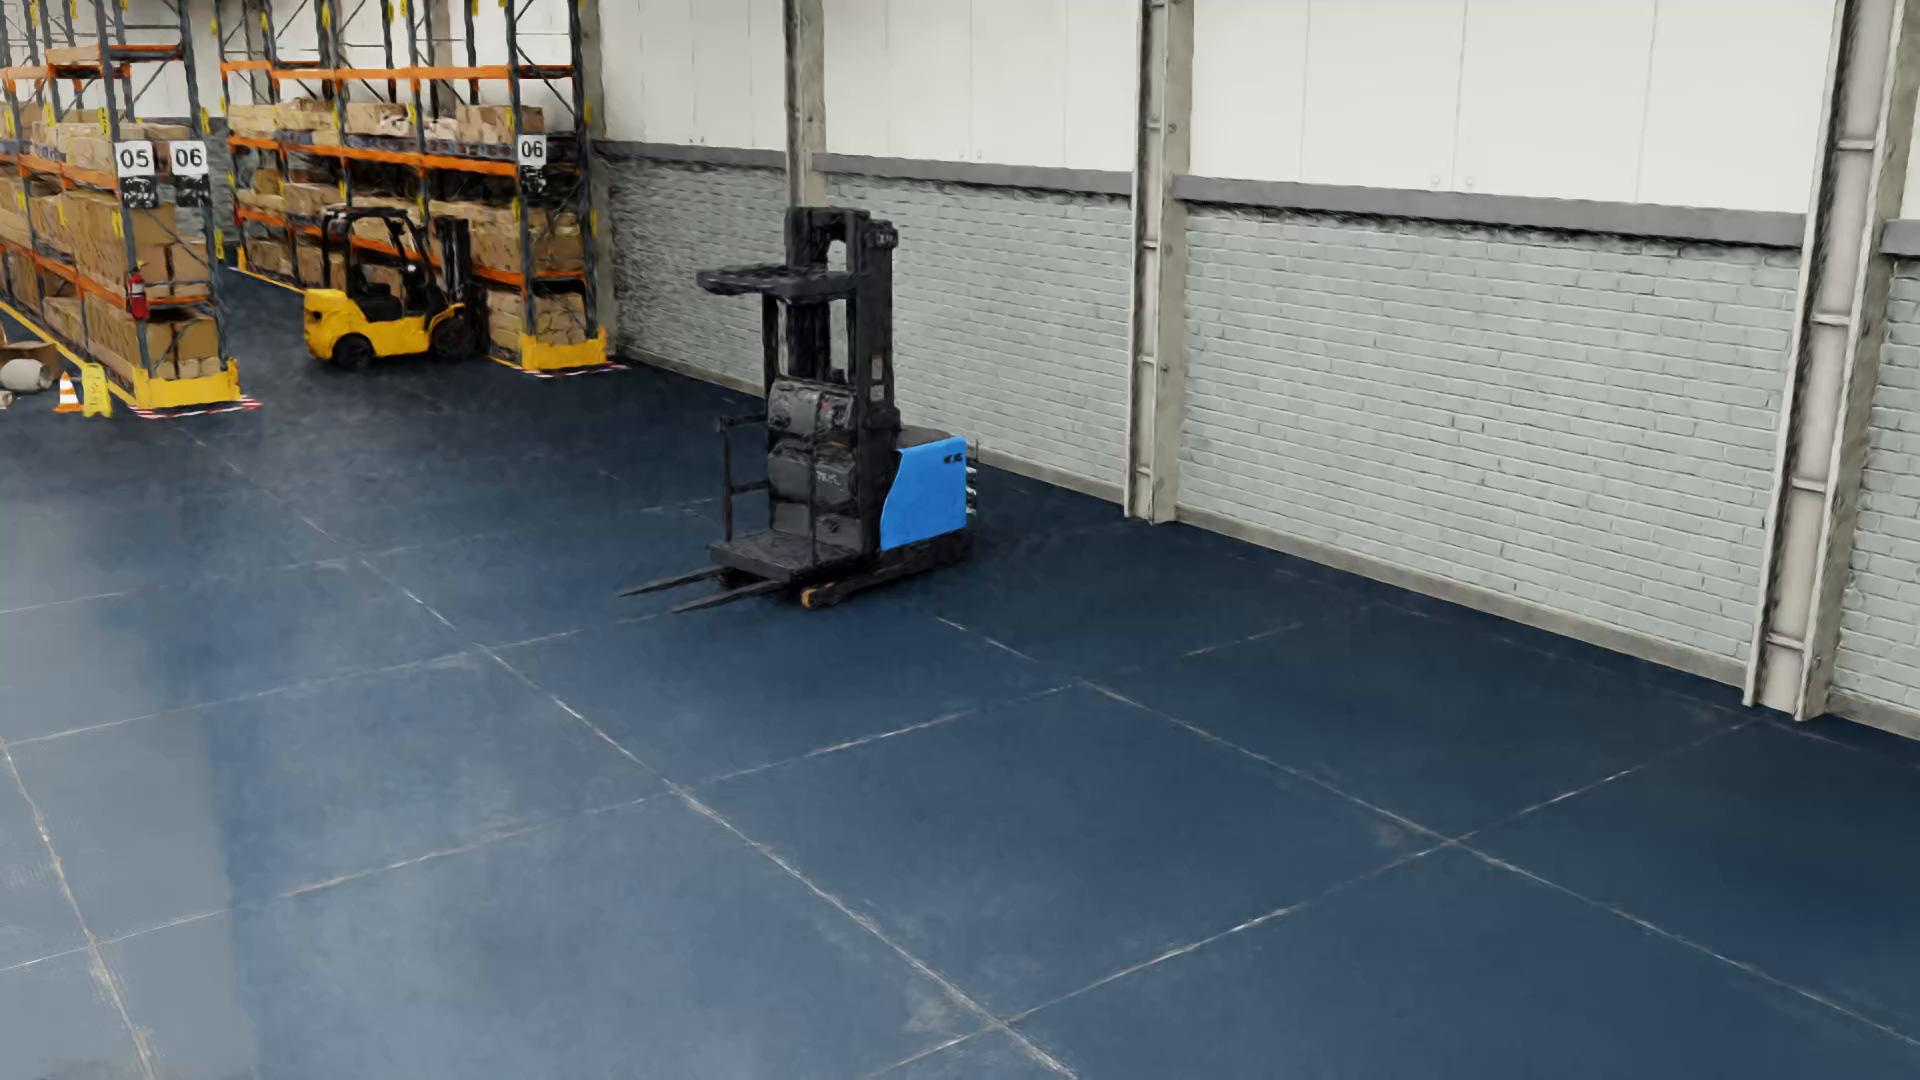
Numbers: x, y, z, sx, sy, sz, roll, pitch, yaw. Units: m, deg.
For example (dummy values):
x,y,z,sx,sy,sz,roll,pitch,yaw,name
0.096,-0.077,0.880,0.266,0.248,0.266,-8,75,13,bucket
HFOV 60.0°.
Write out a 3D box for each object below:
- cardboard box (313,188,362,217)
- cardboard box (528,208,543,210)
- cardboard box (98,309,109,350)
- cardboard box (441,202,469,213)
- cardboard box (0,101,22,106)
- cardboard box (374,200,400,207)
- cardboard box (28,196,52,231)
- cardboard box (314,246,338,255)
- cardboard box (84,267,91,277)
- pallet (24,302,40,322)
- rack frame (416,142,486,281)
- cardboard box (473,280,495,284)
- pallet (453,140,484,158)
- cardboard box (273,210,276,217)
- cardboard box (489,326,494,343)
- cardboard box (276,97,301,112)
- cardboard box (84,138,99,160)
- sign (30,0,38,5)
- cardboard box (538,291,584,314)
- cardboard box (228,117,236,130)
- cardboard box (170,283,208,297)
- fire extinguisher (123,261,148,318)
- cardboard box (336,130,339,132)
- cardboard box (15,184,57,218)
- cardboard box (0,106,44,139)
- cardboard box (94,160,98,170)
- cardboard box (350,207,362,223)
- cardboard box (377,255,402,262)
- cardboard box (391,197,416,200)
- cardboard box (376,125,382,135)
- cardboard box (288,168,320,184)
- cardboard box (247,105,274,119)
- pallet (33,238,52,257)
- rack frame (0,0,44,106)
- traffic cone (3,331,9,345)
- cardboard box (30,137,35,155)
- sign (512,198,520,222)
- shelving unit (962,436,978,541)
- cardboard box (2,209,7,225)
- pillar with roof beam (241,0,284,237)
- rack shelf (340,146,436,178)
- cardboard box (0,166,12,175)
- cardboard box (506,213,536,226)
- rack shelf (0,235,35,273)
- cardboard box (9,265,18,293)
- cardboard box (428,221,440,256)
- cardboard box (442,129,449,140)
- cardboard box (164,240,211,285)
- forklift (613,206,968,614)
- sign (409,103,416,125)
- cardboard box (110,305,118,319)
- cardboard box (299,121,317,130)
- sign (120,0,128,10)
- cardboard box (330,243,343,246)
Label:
x,y,z,sx,sy,sz,roll,pitch,yaw,name
-11.435,-6.208,30.584,0.797,0.503,0.637,-11,19,-36,cardboard box
-6.249,-4.760,24.302,0.380,0.149,0.250,-10,18,-33,cardboard box
-11.231,-2.857,22.324,0.500,0.500,0.500,-10,18,-32,cardboard box
-7.786,-5.133,25.666,0.380,0.149,0.250,-11,19,-34,cardboard box
-17.510,-7.749,30.343,0.797,0.503,0.637,-9,18,-30,cardboard box
-9.711,-5.672,28.200,0.380,0.149,0.250,-11,19,-34,cardboard box
-14.262,-5.127,26.076,0.500,0.500,0.500,-12,19,-36,cardboard box
-12.125,-5.525,31.791,0.380,0.149,0.250,-11,19,-35,cardboard box
-11.871,-3.726,22.984,0.380,0.149,0.250,-10,18,-33,cardboard box
-15.455,-3.960,28.643,1.003,0.211,1.213,-11,19,-35,pallet
-7.974,-4.781,26.364,1.000,3.000,0.127,-11,19,-35,rack frame
-7.349,-3.773,25.197,0.500,0.250,0.500,-10,18,-33,cardboard box
-6.739,-5.747,24.377,1.003,0.211,1.213,-11,19,-35,pallet
-13.545,-6.562,33.344,0.380,0.149,0.250,-10,18,-33,cardboard box
-6.726,-3.071,24.527,0.500,0.250,0.500,-11,19,-34,cardboard box
-12.783,-8.291,31.647,0.396,0.266,0.258,-11,19,-35,cardboard box
-10.758,-4.959,21.051,0.500,0.250,0.500,-10,18,-33,cardboard box
-12.433,-7.343,22.290,0.100,0.325,0.005,-11,19,-35,sign
-5.752,-3.418,23.901,0.500,0.250,0.500,-11,19,-35,cardboard box
-14.990,-8.725,34.809,0.500,0.250,0.500,-11,19,-35,cardboard box
-9.667,-3.139,20.841,0.380,0.149,0.250,-11,19,-34,cardboard box
-9.941,-3.023,20.085,0.296,0.674,0.183,-11,19,-35,fire extinguisher
-10.729,-7.241,29.196,0.380,0.149,0.250,-10,18,-33,cardboard box
-14.854,-5.465,26.776,0.500,0.500,0.500,-11,19,-36,cardboard box
-15.075,-6.744,26.866,0.700,0.500,0.500,-12,19,-37,cardboard box
-10.801,-4.792,21.197,0.380,0.149,0.250,-11,19,-36,cardboard box
-10.283,-5.668,28.939,0.500,0.250,0.500,-11,19,-35,cardboard box
-10.381,-5.105,30.257,0.380,0.149,0.250,-10,18,-32,cardboard box
-9.727,-5.920,29.106,0.380,0.149,0.250,-10,18,-33,cardboard box
-9.320,-6.710,27.220,0.380,0.149,0.250,-11,19,-35,cardboard box
-13.338,-7.282,33.799,0.500,0.500,0.500,-11,19,-36,cardboard box
-14.074,-8.645,33.572,0.500,0.250,0.500,-10,18,-33,cardboard box
-13.834,-4.636,26.196,1.213,0.211,1.003,-11,19,-35,pallet
-16.691,-8.612,28.995,1.000,3.000,0.127,-11,19,-35,rack frame
-13.849,-2.834,24.054,0.336,0.463,0.334,-11,19,-35,traffic cone
-14.141,-6.098,25.747,0.396,0.266,0.258,-11,19,-35,cardboard box
-6.069,-4.519,22.762,0.100,0.325,0.005,-11,19,-35,sign
-0.005,-0.436,14.464,0.258,0.900,0.210,-11,19,-35,shelving unit
-16.056,-5.531,28.438,0.500,0.250,0.500,-11,19,-34,cardboard box
-19.368,-10.285,35.107,9.100,9.000,0.400,-11,19,-35,pillar with roof beam
-9.150,-6.308,27.623,1.077,0.370,4.000,-11,19,-35,rack shelf
-17.129,-6.578,29.616,0.380,0.149,0.250,-11,19,-36,cardboard box
-6.173,-4.523,23.440,0.380,0.149,0.250,-11,19,-34,cardboard box
-15.515,-4.944,28.322,1.077,0.370,4.000,-11,19,-35,rack shelf
-16.973,-4.836,30.621,0.875,0.438,0.875,-11,19,-35,cardboard box
-7.924,-4.694,25.856,0.500,0.500,0.500,-12,19,-36,cardboard box
-7.504,-6.051,24.810,0.380,0.149,0.250,-10,18,-33,cardboard box
-9.689,-3.492,20.899,0.500,0.500,0.500,-11,19,-35,cardboard box
-1.298,-1.032,12.793,1.130,2.935,3.031,14,20,41,forklift
-8.407,-6.543,25.543,0.100,0.325,0.005,-11,19,-35,sign
-10.732,-2.960,21.471,0.380,0.149,0.250,-10,18,-34,cardboard box
-11.899,-7.616,30.530,0.380,0.149,0.250,-10,18,-33,cardboard box
-11.537,-7.473,22.913,0.100,0.325,0.005,-11,19,-35,sign
-12.069,-5.710,32.468,0.380,0.149,0.250,-11,19,-35,cardboard box
